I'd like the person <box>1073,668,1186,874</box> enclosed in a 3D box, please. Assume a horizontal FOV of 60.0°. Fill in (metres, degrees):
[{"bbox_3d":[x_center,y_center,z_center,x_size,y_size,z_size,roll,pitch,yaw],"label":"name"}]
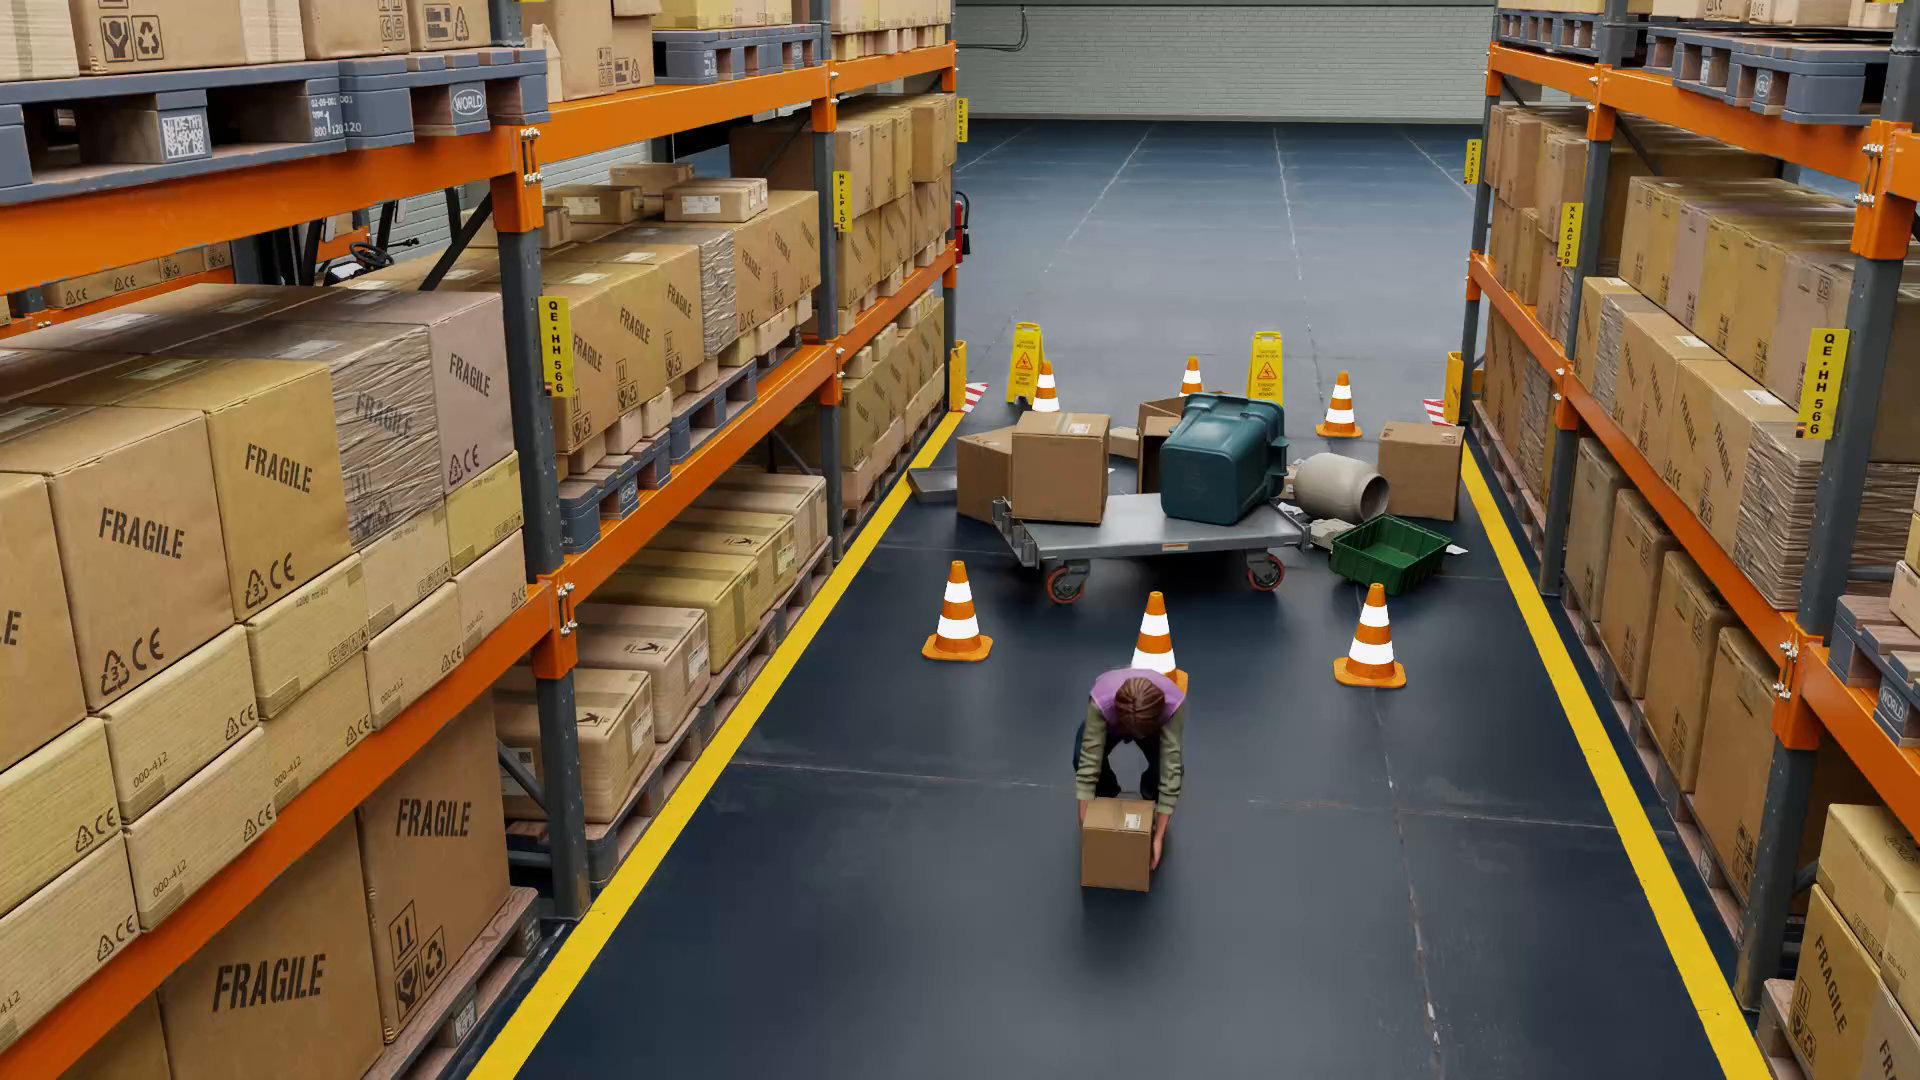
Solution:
[{"bbox_3d":[0.664,0.793,6.490,0.433,0.772,0.804,3,18,9],"label":"person"}]
